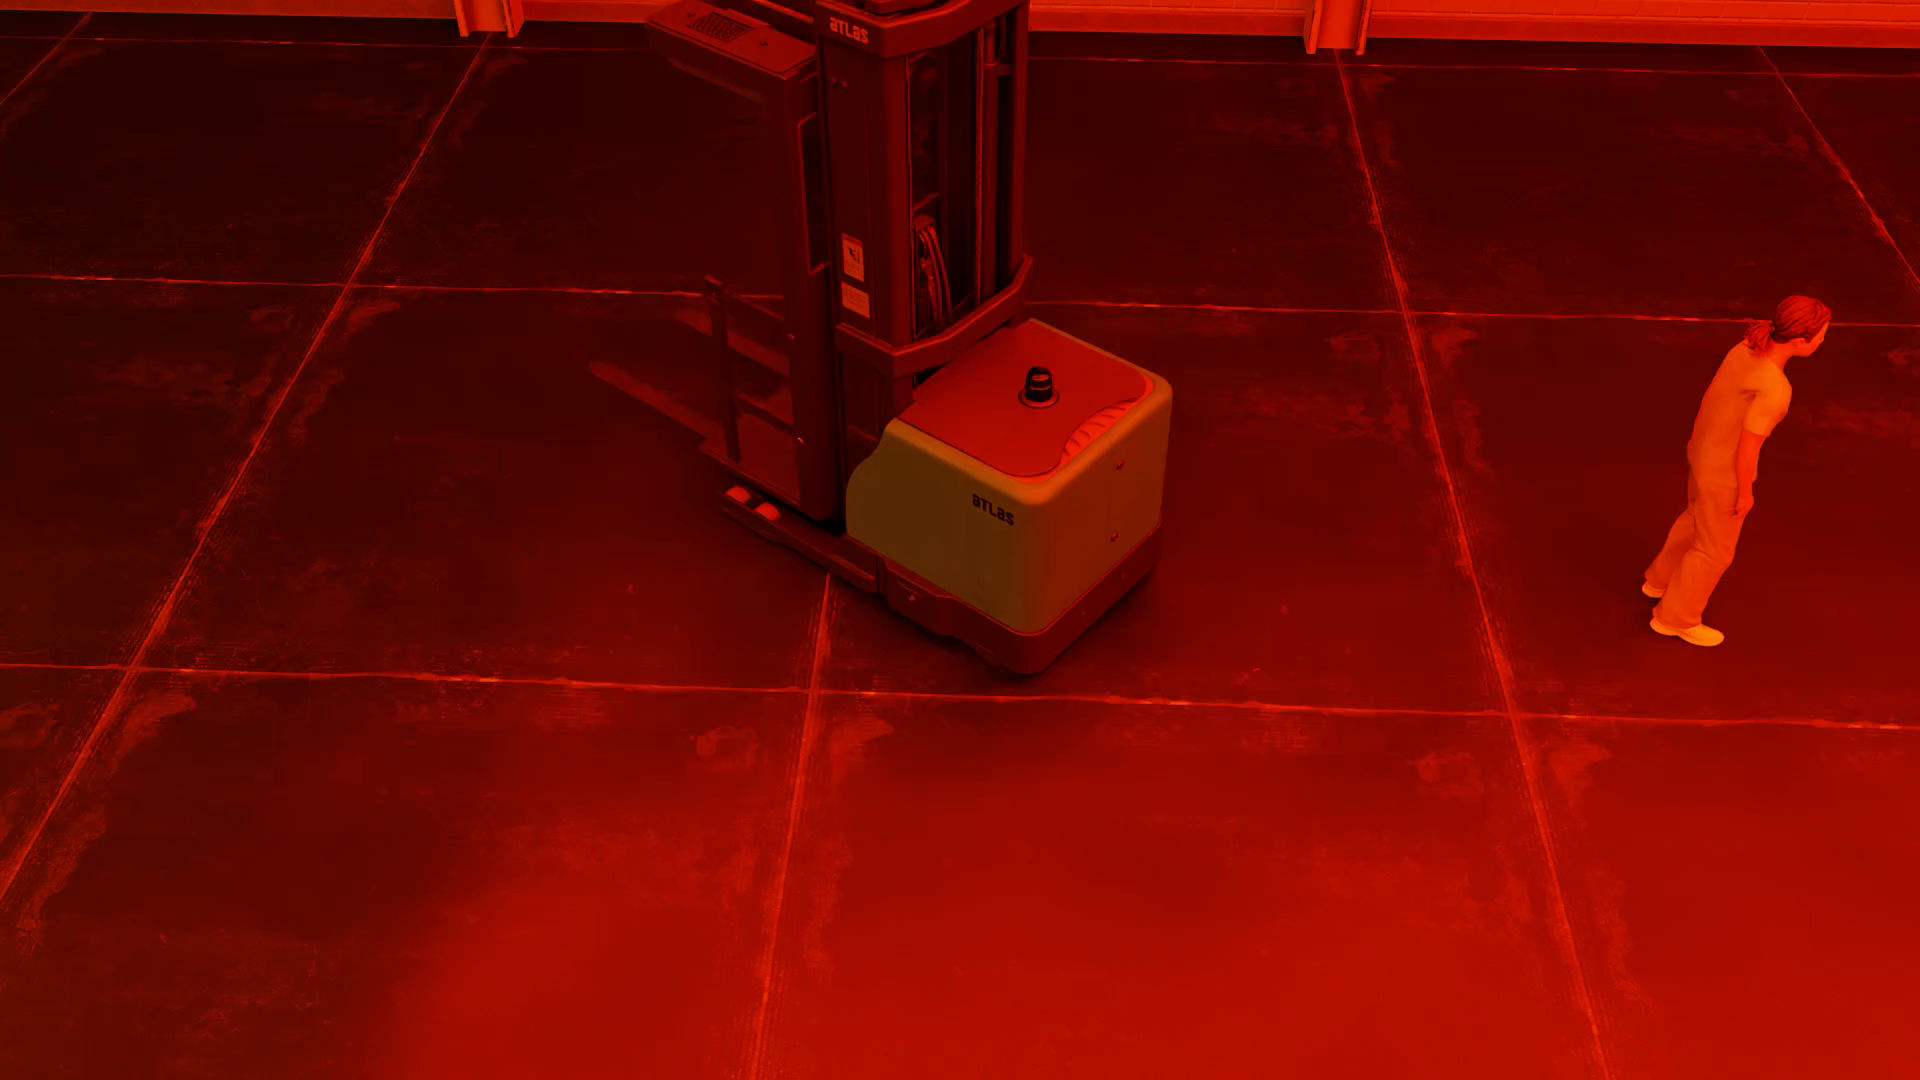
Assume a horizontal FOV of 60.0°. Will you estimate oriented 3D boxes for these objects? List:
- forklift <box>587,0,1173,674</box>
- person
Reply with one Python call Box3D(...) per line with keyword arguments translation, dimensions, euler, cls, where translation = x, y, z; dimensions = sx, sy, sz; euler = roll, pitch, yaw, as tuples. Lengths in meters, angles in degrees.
Box3D(translation=(-0.539, -1.339, 7.209), dimensions=(3.031, 2.935, 1.130), euler=(29, 50, 28), cls="forklift")
Box3D(translation=(3.248, -0.309, 7.016), dimensions=(0.362, 1.672, 0.490), euler=(5, 43, 6), cls="person")
